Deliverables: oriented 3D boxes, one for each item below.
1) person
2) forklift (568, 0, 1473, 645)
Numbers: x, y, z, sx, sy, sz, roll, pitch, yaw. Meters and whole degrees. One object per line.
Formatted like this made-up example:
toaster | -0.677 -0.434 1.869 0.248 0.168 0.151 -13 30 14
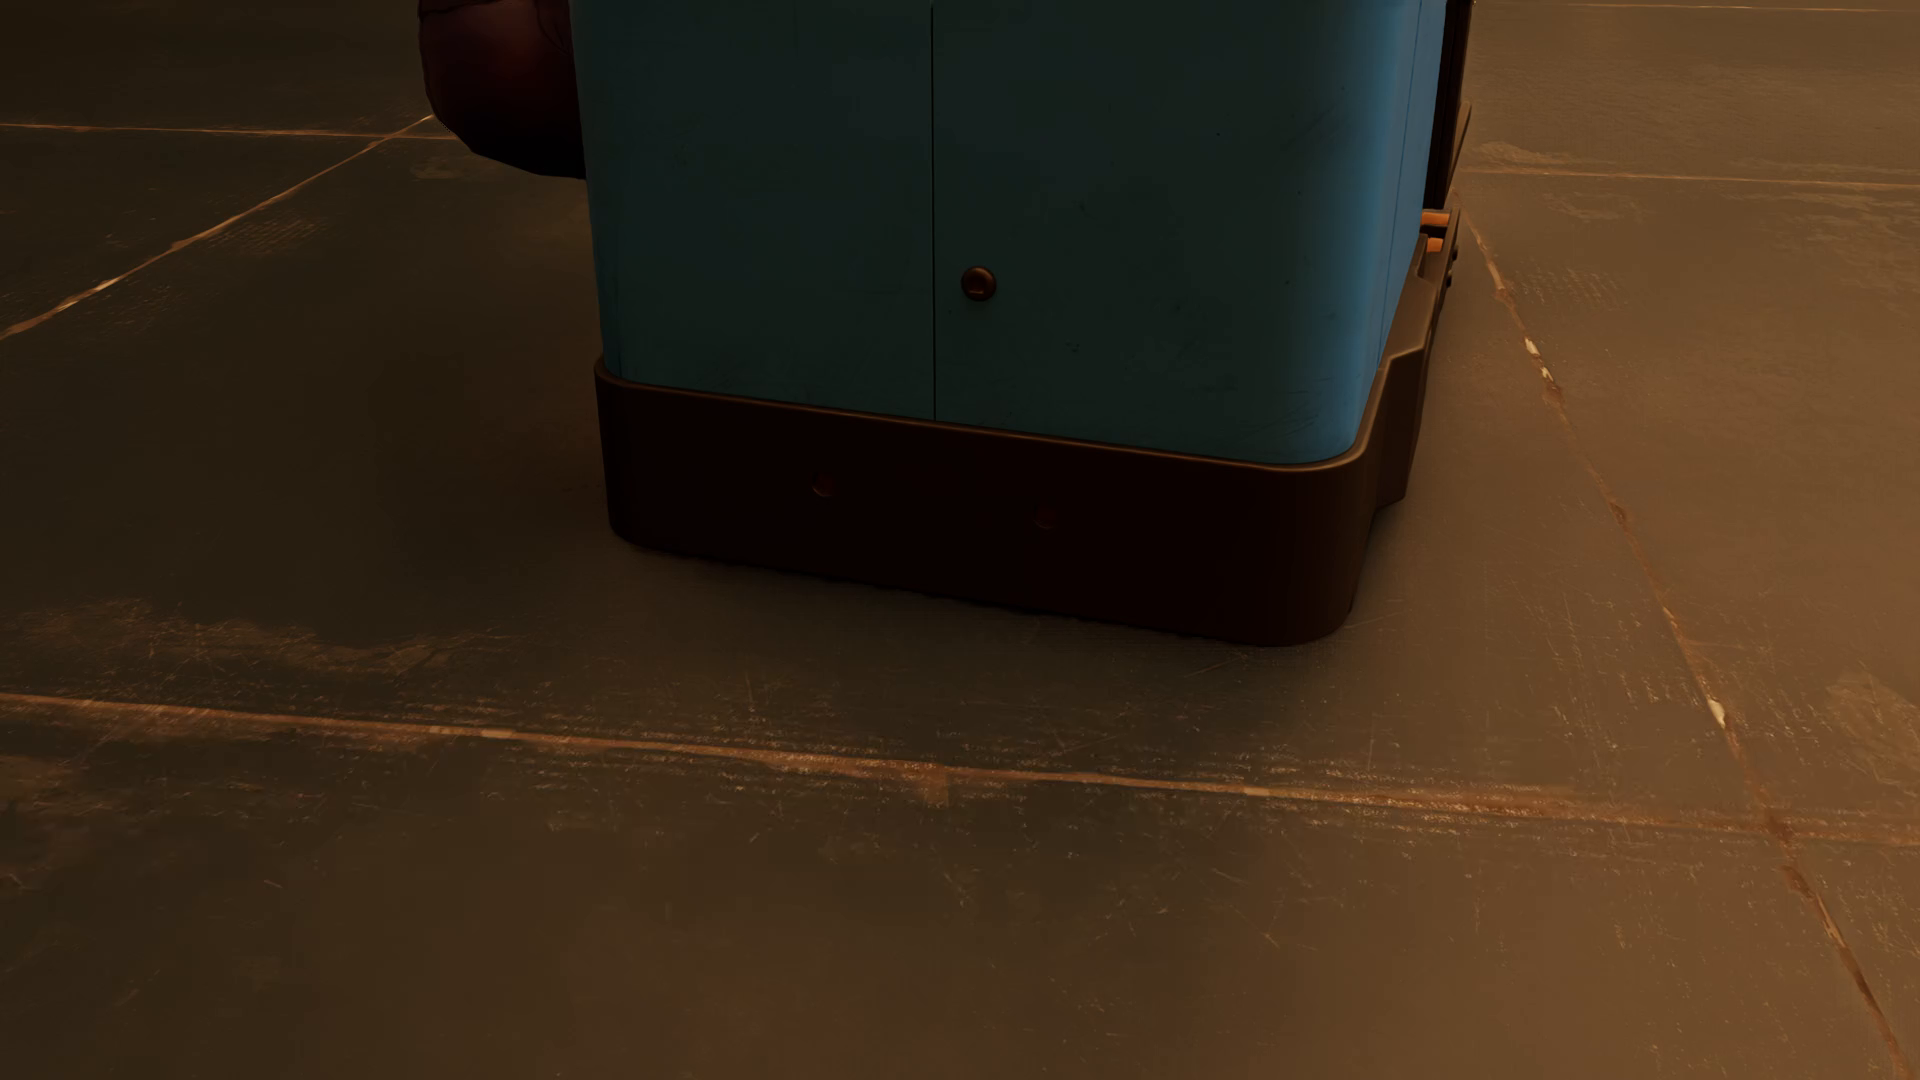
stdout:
person | -0.426 -0.828 2.656 0.801 1.460 0.757 -11 28 -20
forklift | 0.444 -1.818 2.861 1.130 2.935 3.031 8 28 16
